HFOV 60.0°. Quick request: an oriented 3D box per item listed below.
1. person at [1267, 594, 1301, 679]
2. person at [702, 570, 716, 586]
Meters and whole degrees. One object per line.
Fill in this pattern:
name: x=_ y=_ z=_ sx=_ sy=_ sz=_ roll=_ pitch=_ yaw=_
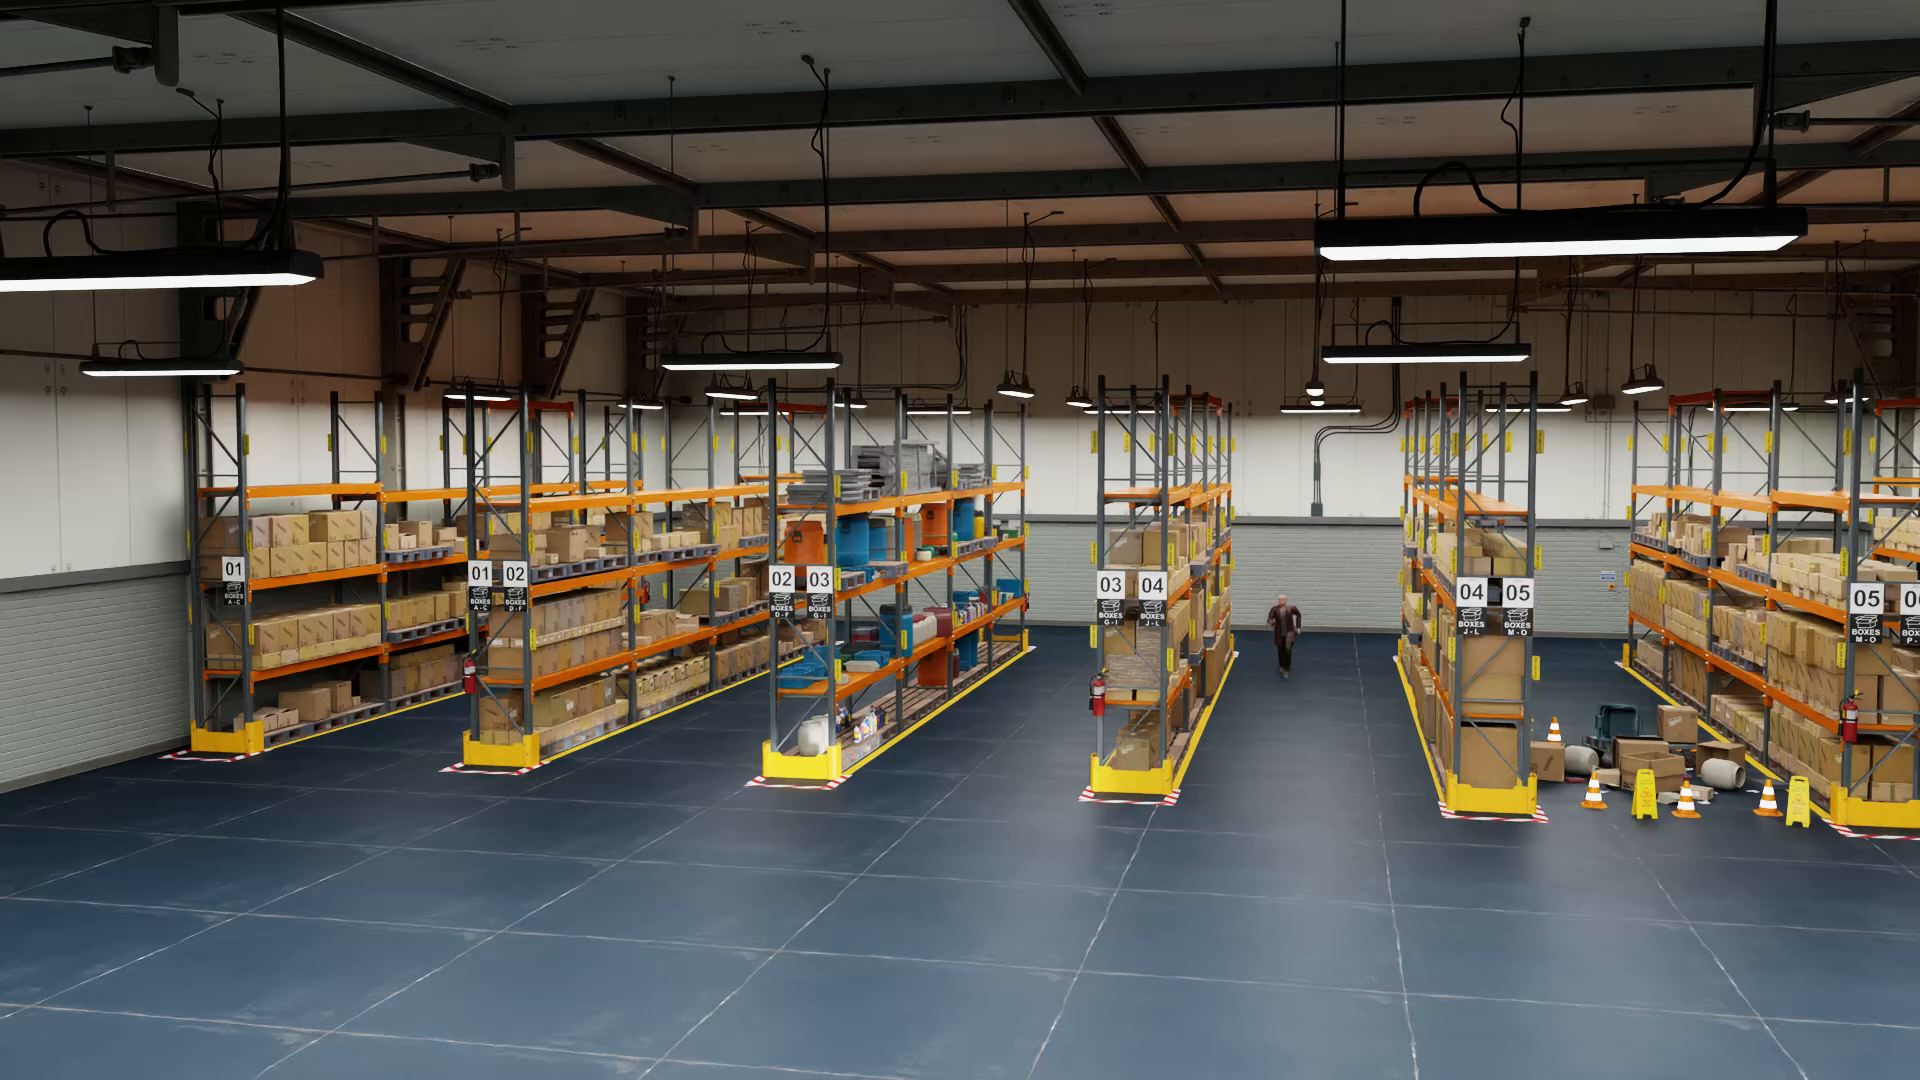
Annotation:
person: x=7.002 y=2.089 z=35.908 sx=0.713 sy=1.766 sz=1.061 roll=1 pitch=3 yaw=14
person: x=-6.805 y=1.585 z=45.351 sx=1.034 sy=1.625 sz=0.449 roll=2 pitch=4 yaw=35
